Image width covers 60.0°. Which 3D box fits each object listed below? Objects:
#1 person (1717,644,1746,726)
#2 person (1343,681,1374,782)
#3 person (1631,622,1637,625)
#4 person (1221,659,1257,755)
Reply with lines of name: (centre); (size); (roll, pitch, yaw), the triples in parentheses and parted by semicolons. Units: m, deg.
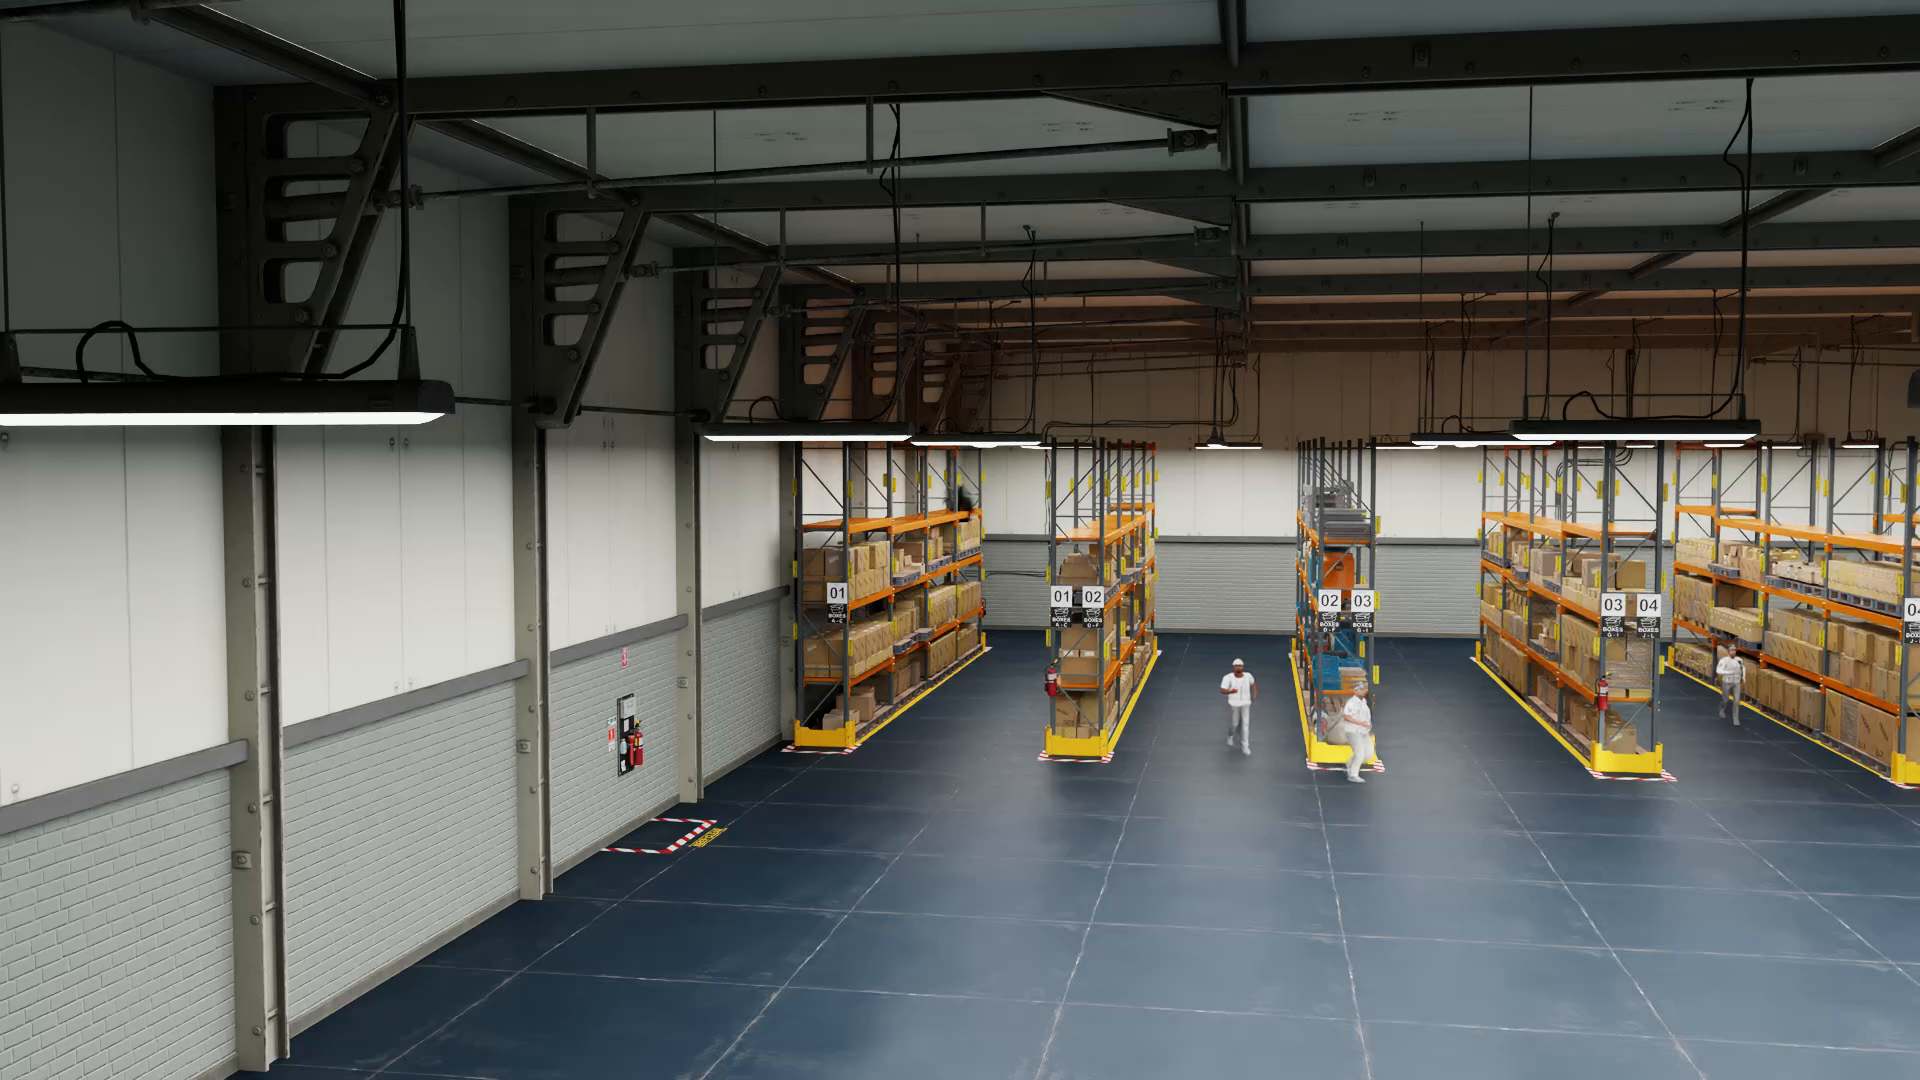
person: (16.243, 3.011, 35.003); (0.617, 1.673, 0.923); (1, 3, 11)
person: (6.963, 3.339, 28.943); (0.587, 1.760, 0.707); (3, 4, 43)
person: (17.505, 2.565, 43.135); (0.657, 1.803, 0.689); (1, 3, 23)
person: (5.344, 3.147, 31.777); (0.707, 1.742, 1.027); (0, 3, 1)
